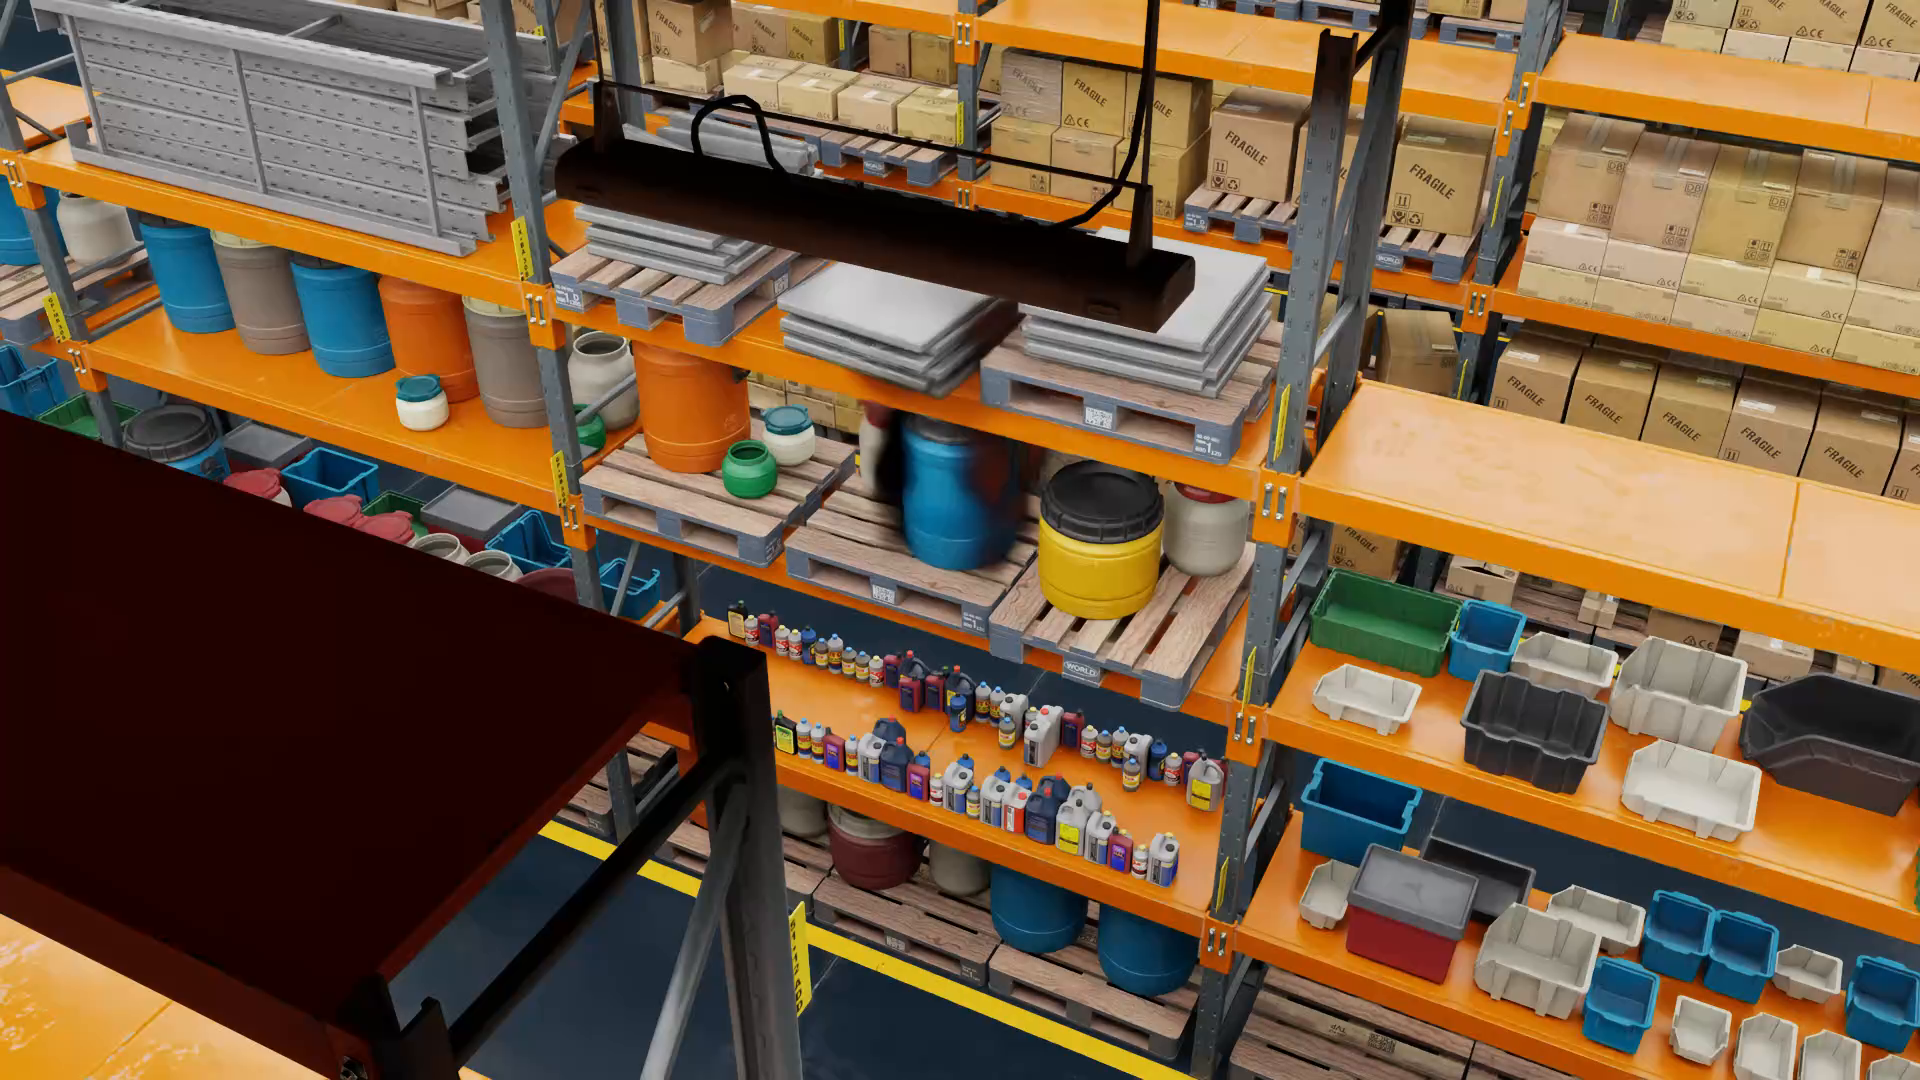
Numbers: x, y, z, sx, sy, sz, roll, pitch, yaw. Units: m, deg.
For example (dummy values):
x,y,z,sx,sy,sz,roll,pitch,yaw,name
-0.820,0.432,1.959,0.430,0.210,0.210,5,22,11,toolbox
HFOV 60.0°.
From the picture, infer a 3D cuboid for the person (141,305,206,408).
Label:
x,y,z,sx,sy,sz,roll,pitch,yaw,name
-6.741,-1.362,14.291,0.655,1.811,0.433,20,40,26,person
